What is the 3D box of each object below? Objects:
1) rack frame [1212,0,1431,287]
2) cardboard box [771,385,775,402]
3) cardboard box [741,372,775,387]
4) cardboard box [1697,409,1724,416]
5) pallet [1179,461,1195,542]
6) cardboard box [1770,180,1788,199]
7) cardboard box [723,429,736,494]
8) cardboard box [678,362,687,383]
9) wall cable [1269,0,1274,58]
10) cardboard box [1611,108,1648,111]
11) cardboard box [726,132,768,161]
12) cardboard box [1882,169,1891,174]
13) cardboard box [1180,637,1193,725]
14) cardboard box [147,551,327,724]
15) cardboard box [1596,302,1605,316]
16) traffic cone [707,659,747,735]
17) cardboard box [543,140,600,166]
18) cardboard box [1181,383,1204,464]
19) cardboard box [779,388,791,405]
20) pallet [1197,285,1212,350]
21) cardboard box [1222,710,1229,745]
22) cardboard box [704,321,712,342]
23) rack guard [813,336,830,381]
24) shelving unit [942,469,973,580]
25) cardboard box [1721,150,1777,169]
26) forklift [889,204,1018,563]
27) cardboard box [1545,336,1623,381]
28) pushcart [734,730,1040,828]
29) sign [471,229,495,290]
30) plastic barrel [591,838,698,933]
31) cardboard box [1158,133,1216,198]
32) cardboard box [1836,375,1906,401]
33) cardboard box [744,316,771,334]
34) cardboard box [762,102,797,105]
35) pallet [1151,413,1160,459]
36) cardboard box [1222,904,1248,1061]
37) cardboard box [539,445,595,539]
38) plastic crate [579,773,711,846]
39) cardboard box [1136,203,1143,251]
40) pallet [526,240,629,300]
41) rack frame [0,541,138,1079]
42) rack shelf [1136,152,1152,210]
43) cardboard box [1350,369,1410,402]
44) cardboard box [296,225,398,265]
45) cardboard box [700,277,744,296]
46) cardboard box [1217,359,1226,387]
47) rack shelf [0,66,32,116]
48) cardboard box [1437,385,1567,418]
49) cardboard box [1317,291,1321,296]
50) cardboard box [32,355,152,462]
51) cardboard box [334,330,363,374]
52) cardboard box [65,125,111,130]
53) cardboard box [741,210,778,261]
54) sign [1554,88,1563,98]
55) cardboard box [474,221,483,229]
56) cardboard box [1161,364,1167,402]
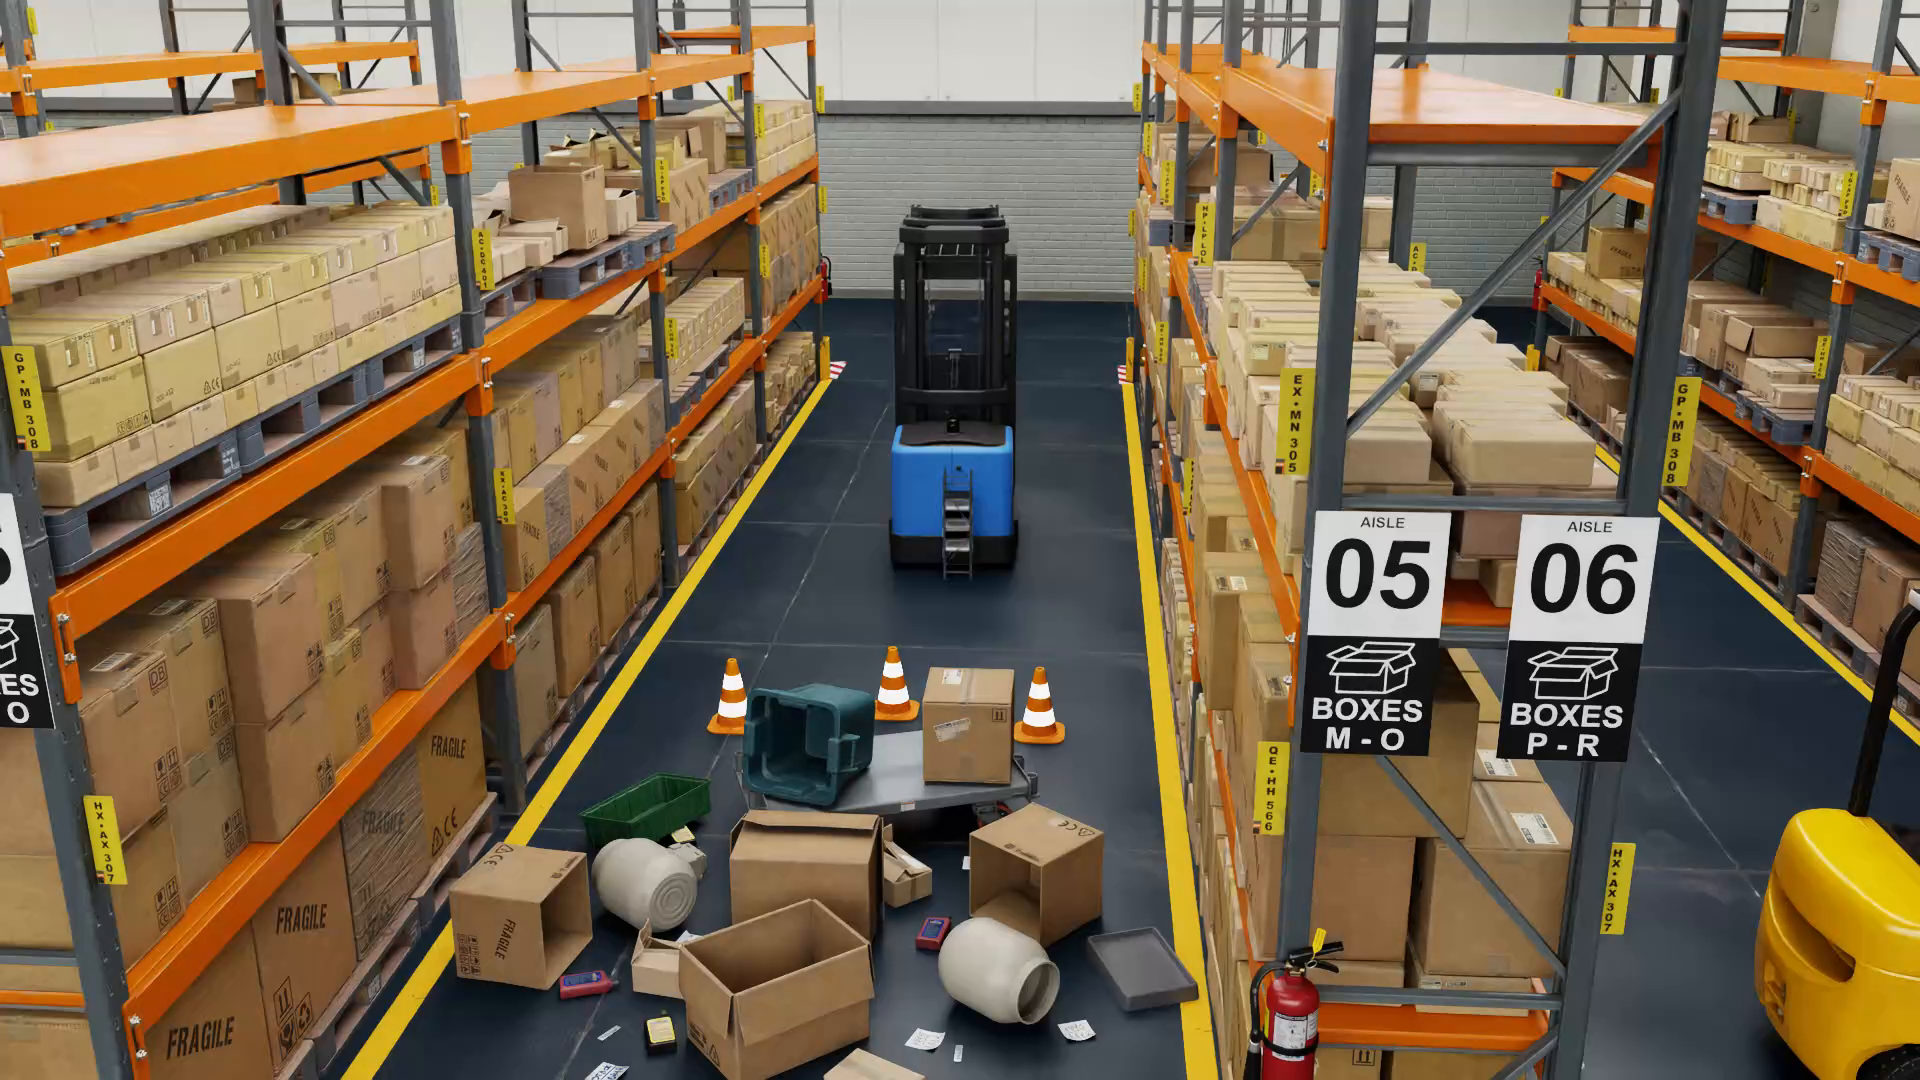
[{"bbox_3d":[1.833,-2.579,8.342,1.000,3.000,0.127,1,18,4],"label":"rack frame"},{"bbox_3d":[-2.260,-1.624,18.490,0.380,0.149,0.250,0,18,1],"label":"cardboard box"},{"bbox_3d":[-2.263,-1.767,18.448,0.380,0.149,0.250,1,18,2],"label":"cardboard box"},{"bbox_3d":[7.117,-1.150,15.914,0.380,0.149,0.250,0,18,1],"label":"cardboard box"},{"bbox_3d":[2.019,-0.264,11.218,1.003,0.211,1.213,1,18,4],"label":"pallet"},{"bbox_3d":[6.975,-2.919,13.798,0.380,0.149,0.250,2,18,6],"label":"cardboard box"},{"bbox_3d":[-2.418,-0.750,15.733,0.500,0.500,0.500,1,18,3],"label":"cardboard box"},{"bbox_3d":[-2.553,-1.431,14.203,0.380,0.149,0.250,2,18,7],"label":"cardboard box"},{"bbox_3d":[3.570,-8.061,25.073,2.355,3.000,0.029,1,18,4],"label":"wall cable"},{"bbox_3d":[7.285,-4.633,18.387,0.500,0.250,0.500,1,18,3],"label":"cardboard box"},{"bbox_3d":[-2.264,-4.028,17.019,0.500,0.250,0.500,2,18,6],"label":"cardboard box"},{"bbox_3d":[7.437,-2.809,12.983,0.380,0.149,0.250,1,18,4],"label":"cardboard box"},{"bbox_3d":[1.916,0.935,10.799,0.950,0.372,0.625,2,18,7],"label":"cardboard box"},{"bbox_3d":[-3.210,0.392,6.933,0.875,0.550,0.550,1,18,4],"label":"cardboard box"},{"bbox_3d":[7.257,-2.567,18.344,0.380,0.149,0.250,1,18,4],"label":"cardboard box"},{"bbox_3d":[-1.509,1.015,11.081,0.336,0.463,0.334,1,18,4],"label":"traffic cone"},{"bbox_3d":[-3.055,-3.018,13.108,0.396,0.266,0.258,1,18,4],"label":"cardboard box"},{"bbox_3d":[1.751,-0.742,11.058,0.500,0.500,0.500,1,18,2],"label":"cardboard box"},{"bbox_3d":[-2.139,-1.647,19.035,0.380,0.149,0.250,1,18,2],"label":"cardboard box"},{"bbox_3d":[1.984,-1.254,9.416,1.213,0.211,1.003,1,18,4],"label":"pallet"},{"bbox_3d":[1.445,0.683,7.384,0.500,0.500,0.500,1,18,5],"label":"cardboard box"},{"bbox_3d":[-2.483,-1.901,15.158,0.380,0.149,0.250,2,18,6],"label":"cardboard box"},{"bbox_3d":[-2.257,-2.323,21.209,1.175,0.500,0.348,1,18,4],"label":"rack guard"},{"bbox_3d":[-0.018,-0.127,13.858,0.258,0.900,0.210,0,19,1],"label":"shelving unit"},{"bbox_3d":[6.875,-3.313,14.490,0.380,0.149,0.250,1,18,4],"label":"cardboard box"},{"bbox_3d":[-0.035,-1.599,15.096,1.130,2.935,3.031,0,18,1],"label":"forklift"},{"bbox_3d":[7.506,-2.171,20.066,0.797,0.503,0.637,1,18,2],"label":"cardboard box"},{"bbox_3d":[-0.445,1.483,9.793,1.648,0.377,0.936,-5,19,-15],"label":"pushcart"},{"bbox_3d":[-2.558,-1.504,8.921,0.100,0.325,0.005,1,18,4],"label":"sign"},{"bbox_3d":[-1.663,1.804,8.739,0.512,0.421,0.421,17,25,41],"label":"plastic barrel"},{"bbox_3d":[1.957,-3.197,14.210,0.500,0.500,0.500,1,18,4],"label":"cardboard box"},{"bbox_3d":[6.754,-1.124,12.334,0.380,0.149,0.250,2,18,6],"label":"cardboard box"},{"bbox_3d":[-2.191,-2.253,17.386,0.380,0.149,0.250,2,18,6],"label":"cardboard box"},{"bbox_3d":[-2.115,-5.052,19.503,0.380,0.149,0.250,1,18,2],"label":"cardboard box"},{"bbox_3d":[2.539,-1.122,18.009,1.003,0.211,1.213,1,18,4],"label":"pallet"},{"bbox_3d":[1.378,1.848,7.003,0.500,0.500,0.500,2,18,6],"label":"cardboard box"},{"bbox_3d":[-2.731,-0.324,10.935,0.500,0.500,0.500,1,18,4],"label":"cardboard box"},{"bbox_3d":[-1.817,1.585,9.693,0.450,0.188,0.662,0,15,35],"label":"plastic crate"},{"bbox_3d":[2.345,-3.674,19.553,0.500,0.500,0.500,1,18,2],"label":"cardboard box"},{"bbox_3d":[-2.895,-1.837,11.197,1.003,0.211,1.213,2,18,6],"label":"pallet"},{"bbox_3d":[-3.398,1.435,5.726,1.000,3.000,0.127,1,18,4],"label":"rack frame"},{"bbox_3d":[2.550,-3.918,18.400,1.077,0.370,4.000,1,18,4],"label":"rack shelf"},{"bbox_3d":[1.403,-0.519,5.995,0.380,0.149,0.250,1,18,4],"label":"cardboard box"},{"bbox_3d":[-2.875,-1.385,7.802,0.380,0.149,0.250,2,18,5],"label":"cardboard box"},{"bbox_3d":[-2.372,-2.526,16.588,0.380,0.149,0.250,2,18,6],"label":"cardboard box"},{"bbox_3d":[1.489,-0.863,8.325,0.380,0.149,0.250,1,18,4],"label":"cardboard box"},{"bbox_3d":[-7.908,-2.890,11.087,1.077,0.370,4.000,1,18,4],"label":"rack shelf"},{"bbox_3d":[1.857,-0.432,5.728,0.380,0.149,0.250,1,18,4],"label":"cardboard box"},{"bbox_3d":[2.070,-1.080,8.348,0.500,0.250,0.500,1,18,3],"label":"cardboard box"},{"bbox_3d":[-3.108,-0.452,5.595,0.500,0.250,0.500,1,18,4],"label":"cardboard box"},{"bbox_3d":[-2.908,-0.845,7.434,0.380,0.149,0.250,1,18,3],"label":"cardboard box"},{"bbox_3d":[-7.639,-3.501,15.132,0.797,0.503,0.637,1,18,3],"label":"cardboard box"},{"bbox_3d":[-2.241,-3.252,17.786,0.500,0.500,0.500,1,18,2],"label":"cardboard box"},{"bbox_3d":[7.103,-5.198,19.749,0.100,0.325,0.005,1,18,4],"label":"sign"},{"bbox_3d":[-3.242,-1.797,10.178,0.500,0.250,0.500,1,18,3],"label":"cardboard box"},{"bbox_3d":[1.901,-1.293,13.490,0.500,0.250,0.500,1,18,4],"label":"cardboard box"}]
